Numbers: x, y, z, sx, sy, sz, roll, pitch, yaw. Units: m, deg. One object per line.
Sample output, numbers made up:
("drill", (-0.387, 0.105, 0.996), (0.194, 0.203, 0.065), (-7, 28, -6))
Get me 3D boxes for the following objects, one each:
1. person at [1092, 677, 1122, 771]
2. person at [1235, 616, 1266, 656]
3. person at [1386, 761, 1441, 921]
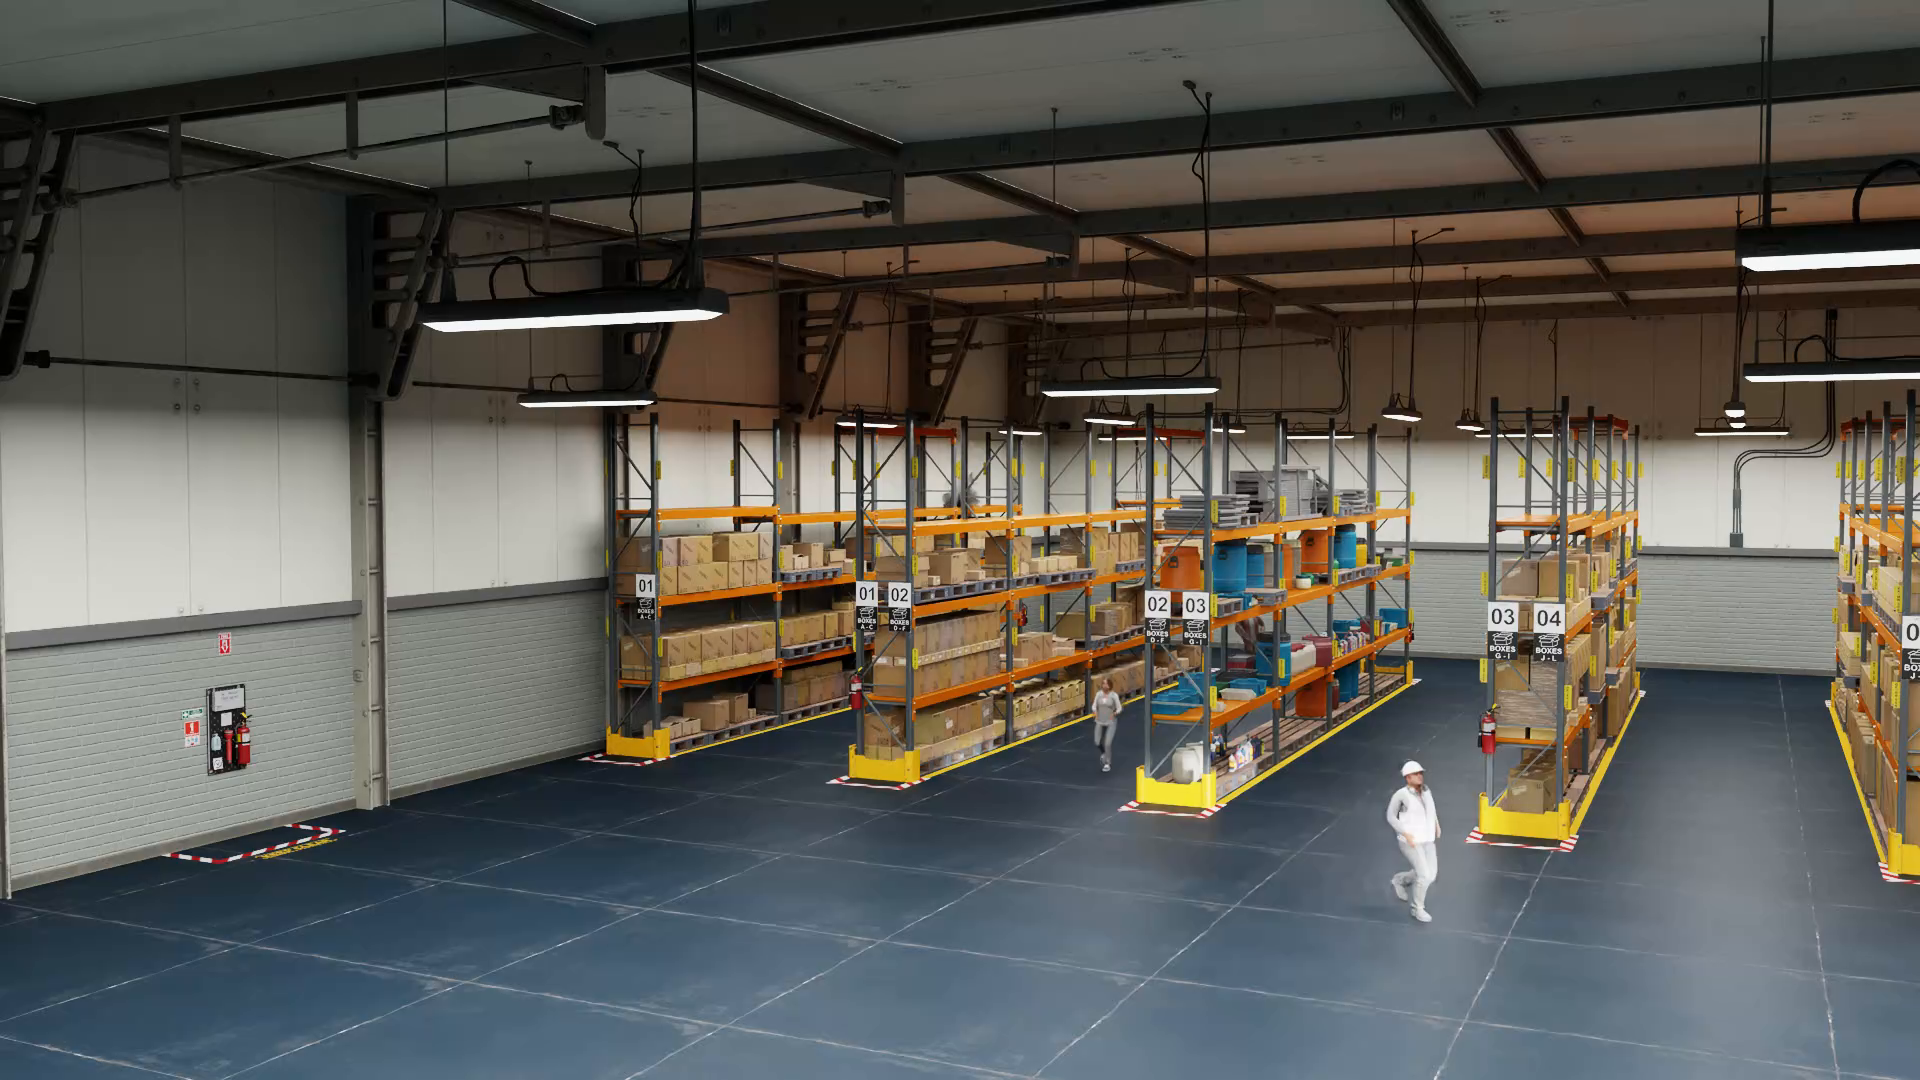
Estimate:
("person", (2.419, 3.062, 27.612), (0.534, 1.554, 0.552), (1, 3, 19))
("person", (7.075, 2.450, 40.405), (0.741, 1.720, 0.693), (0, 2, -4))
("person", (5.088, 3.354, 18.688), (0.659, 1.750, 0.625), (-1, 3, -30))
